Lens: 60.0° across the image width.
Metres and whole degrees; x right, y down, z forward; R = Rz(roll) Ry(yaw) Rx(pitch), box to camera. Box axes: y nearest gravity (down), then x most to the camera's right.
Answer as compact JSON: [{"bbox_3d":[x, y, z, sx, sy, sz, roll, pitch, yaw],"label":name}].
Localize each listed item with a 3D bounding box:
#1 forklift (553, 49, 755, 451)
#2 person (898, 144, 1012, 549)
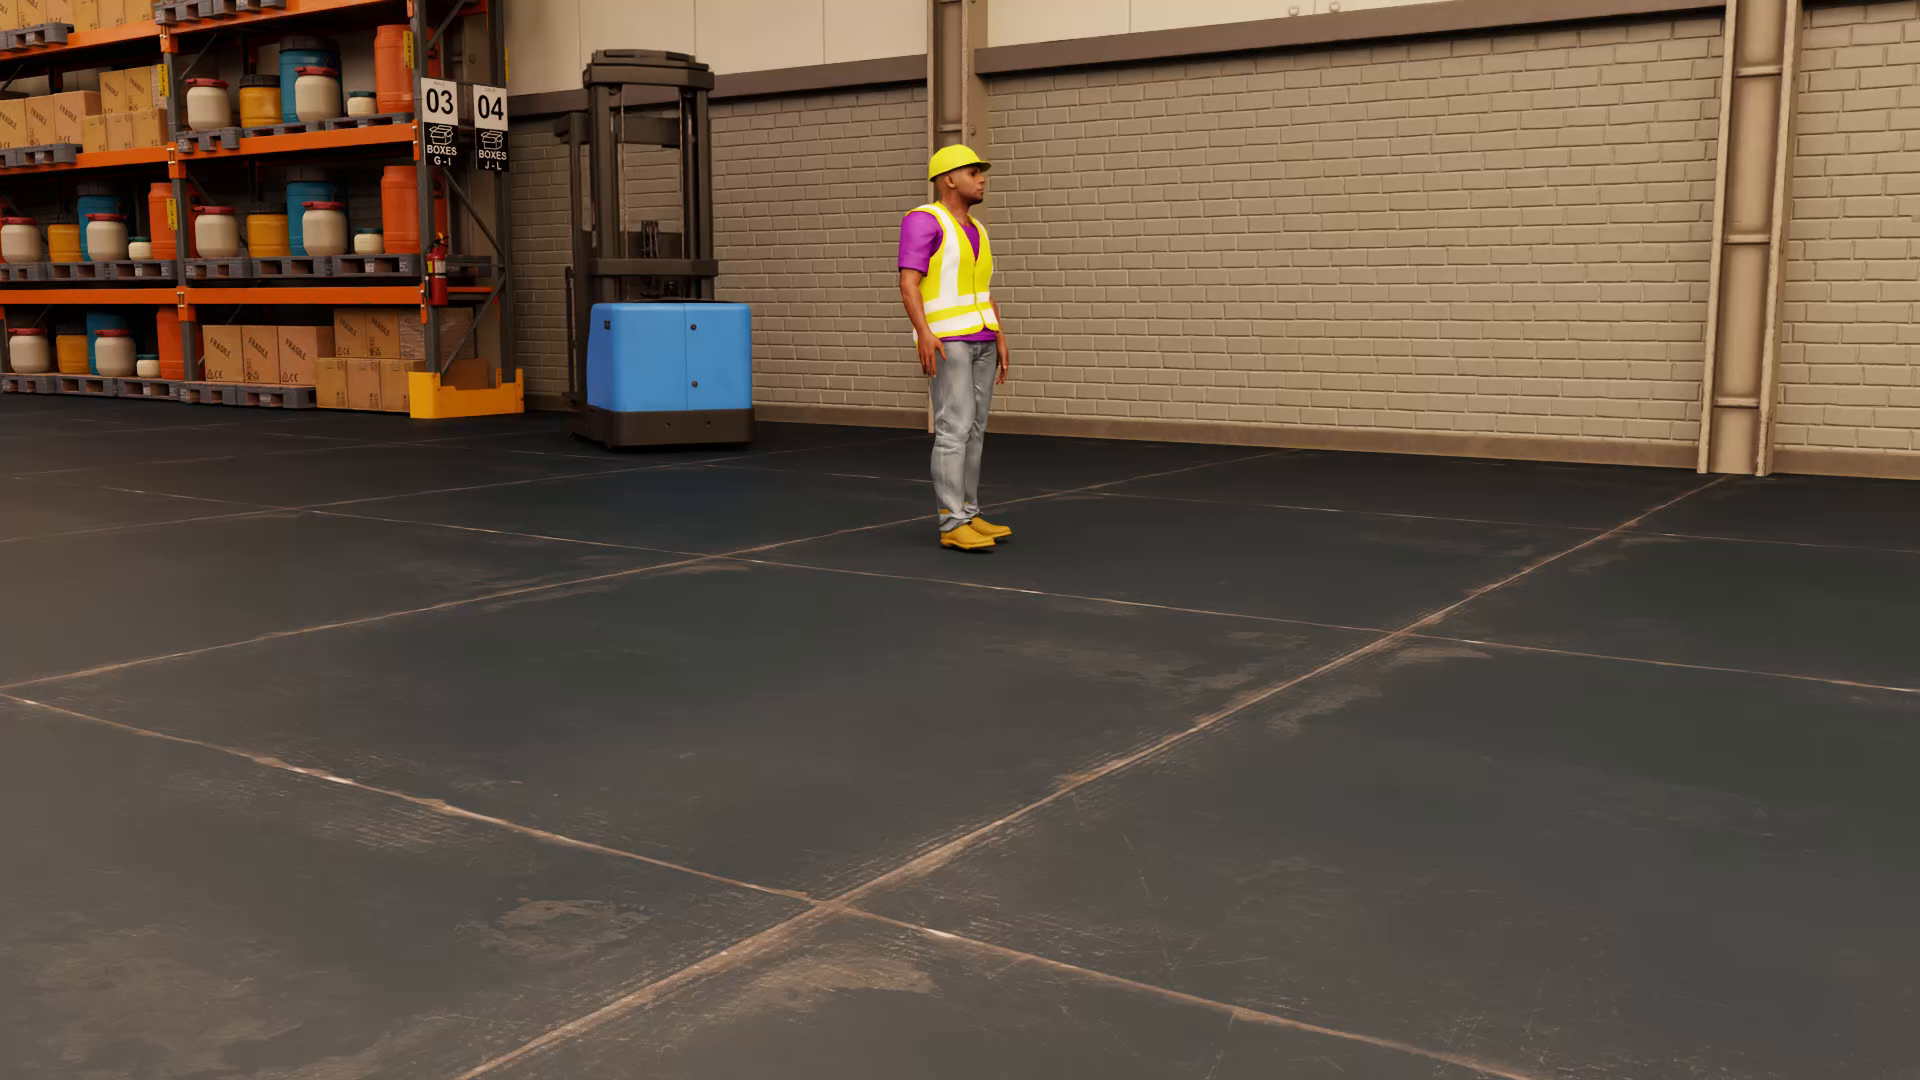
[{"bbox_3d":[-2.554,-2.268,13.140,1.130,2.935,3.031,-3,9,-23],"label":"forklift"},{"bbox_3d":[0.054,-0.876,7.435,0.577,1.765,0.665,5,10,34],"label":"person"}]
